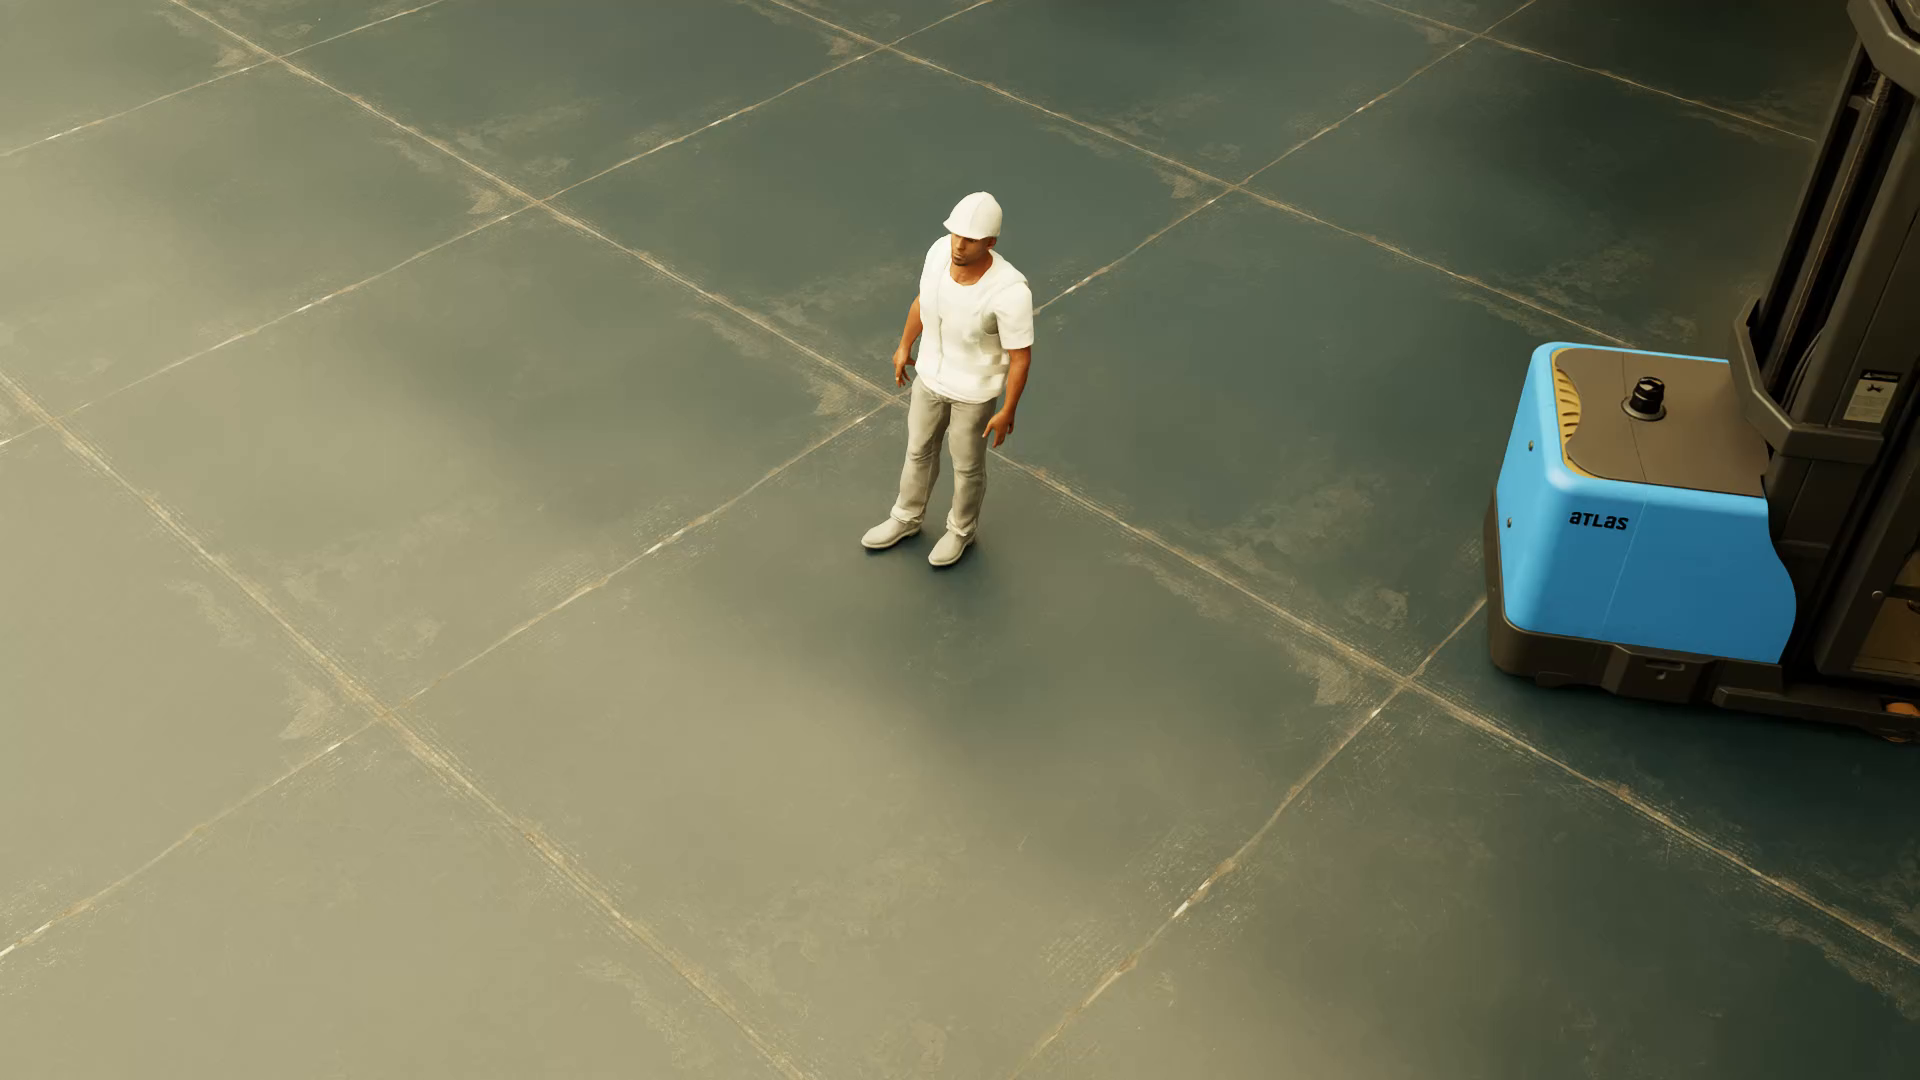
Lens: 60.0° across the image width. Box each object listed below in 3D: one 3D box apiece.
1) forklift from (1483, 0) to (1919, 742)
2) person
[{"bbox_3d":[3.802,-0.649,6.185,3.031,2.935,1.130,7,41,9],"label":"forklift"},{"bbox_3d":[-0.051,-0.643,7.066,0.666,1.759,0.577,31,49,31],"label":"person"}]
